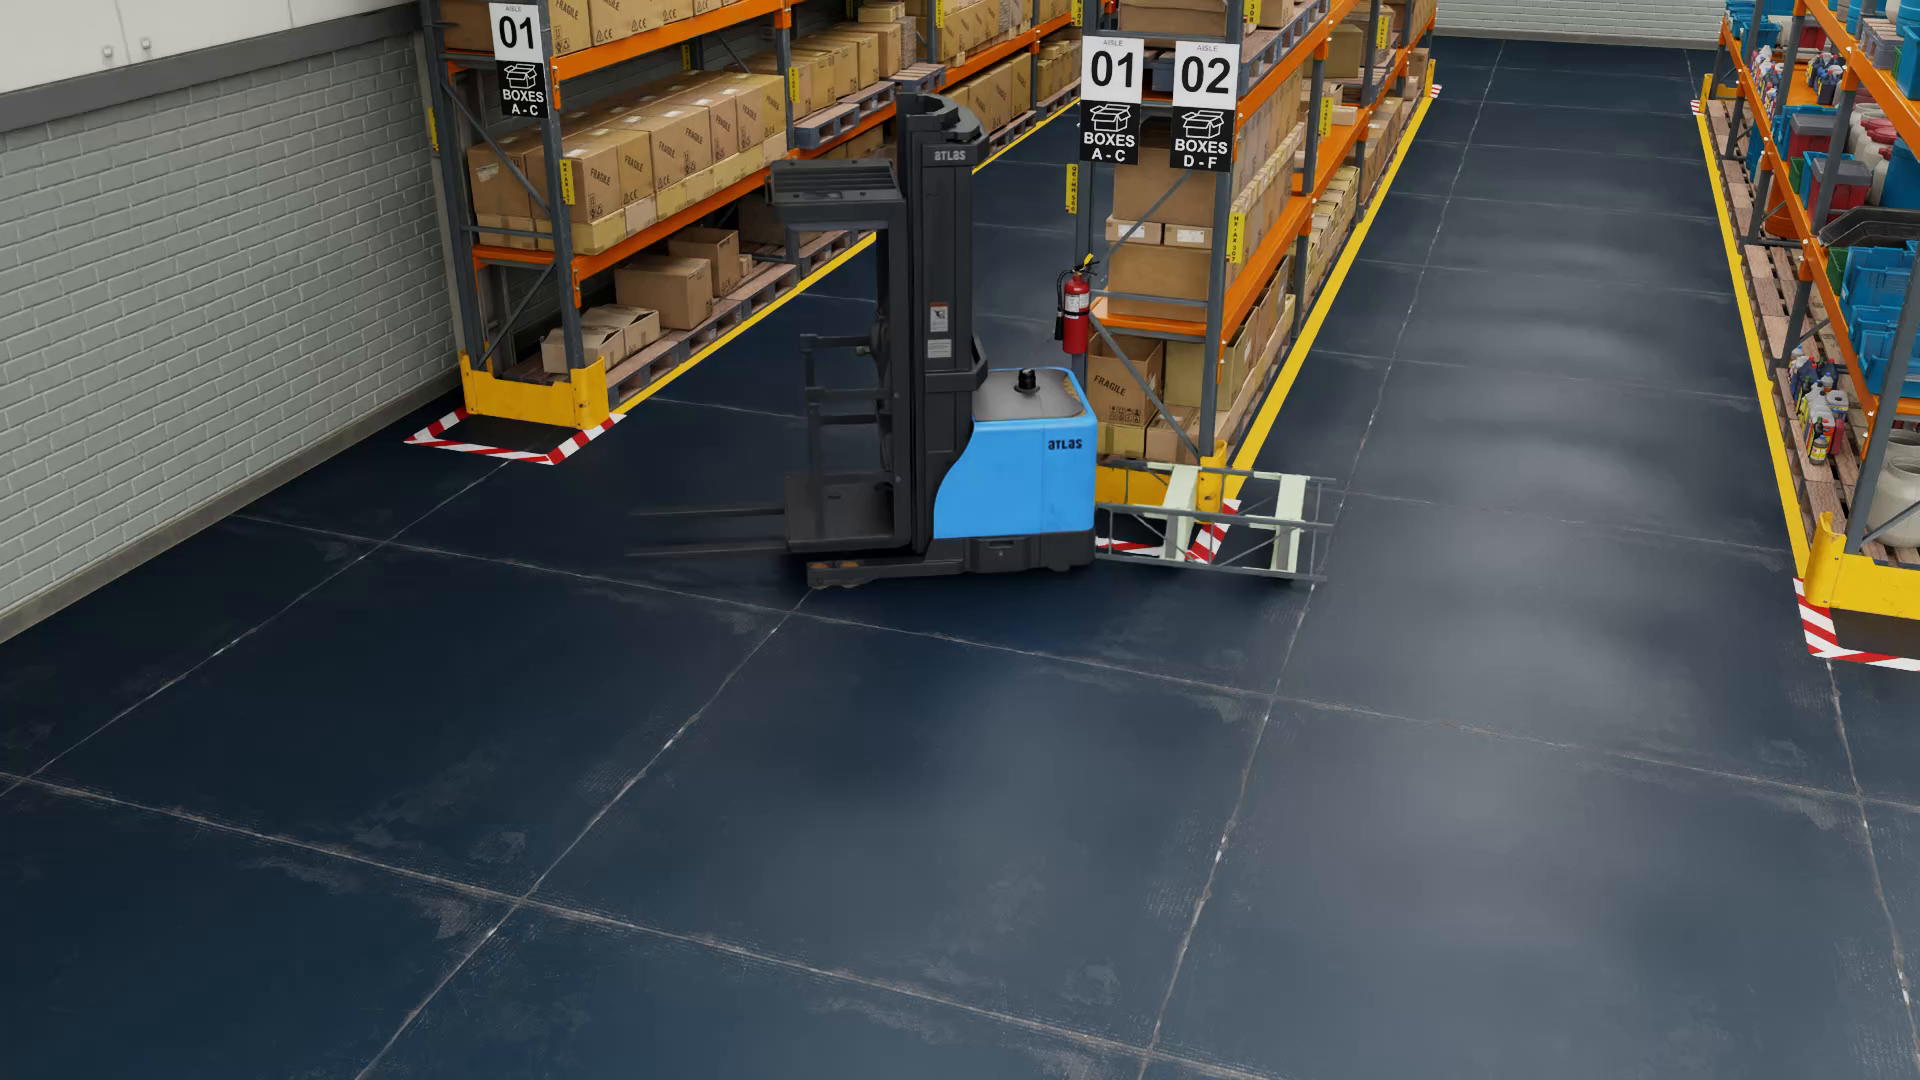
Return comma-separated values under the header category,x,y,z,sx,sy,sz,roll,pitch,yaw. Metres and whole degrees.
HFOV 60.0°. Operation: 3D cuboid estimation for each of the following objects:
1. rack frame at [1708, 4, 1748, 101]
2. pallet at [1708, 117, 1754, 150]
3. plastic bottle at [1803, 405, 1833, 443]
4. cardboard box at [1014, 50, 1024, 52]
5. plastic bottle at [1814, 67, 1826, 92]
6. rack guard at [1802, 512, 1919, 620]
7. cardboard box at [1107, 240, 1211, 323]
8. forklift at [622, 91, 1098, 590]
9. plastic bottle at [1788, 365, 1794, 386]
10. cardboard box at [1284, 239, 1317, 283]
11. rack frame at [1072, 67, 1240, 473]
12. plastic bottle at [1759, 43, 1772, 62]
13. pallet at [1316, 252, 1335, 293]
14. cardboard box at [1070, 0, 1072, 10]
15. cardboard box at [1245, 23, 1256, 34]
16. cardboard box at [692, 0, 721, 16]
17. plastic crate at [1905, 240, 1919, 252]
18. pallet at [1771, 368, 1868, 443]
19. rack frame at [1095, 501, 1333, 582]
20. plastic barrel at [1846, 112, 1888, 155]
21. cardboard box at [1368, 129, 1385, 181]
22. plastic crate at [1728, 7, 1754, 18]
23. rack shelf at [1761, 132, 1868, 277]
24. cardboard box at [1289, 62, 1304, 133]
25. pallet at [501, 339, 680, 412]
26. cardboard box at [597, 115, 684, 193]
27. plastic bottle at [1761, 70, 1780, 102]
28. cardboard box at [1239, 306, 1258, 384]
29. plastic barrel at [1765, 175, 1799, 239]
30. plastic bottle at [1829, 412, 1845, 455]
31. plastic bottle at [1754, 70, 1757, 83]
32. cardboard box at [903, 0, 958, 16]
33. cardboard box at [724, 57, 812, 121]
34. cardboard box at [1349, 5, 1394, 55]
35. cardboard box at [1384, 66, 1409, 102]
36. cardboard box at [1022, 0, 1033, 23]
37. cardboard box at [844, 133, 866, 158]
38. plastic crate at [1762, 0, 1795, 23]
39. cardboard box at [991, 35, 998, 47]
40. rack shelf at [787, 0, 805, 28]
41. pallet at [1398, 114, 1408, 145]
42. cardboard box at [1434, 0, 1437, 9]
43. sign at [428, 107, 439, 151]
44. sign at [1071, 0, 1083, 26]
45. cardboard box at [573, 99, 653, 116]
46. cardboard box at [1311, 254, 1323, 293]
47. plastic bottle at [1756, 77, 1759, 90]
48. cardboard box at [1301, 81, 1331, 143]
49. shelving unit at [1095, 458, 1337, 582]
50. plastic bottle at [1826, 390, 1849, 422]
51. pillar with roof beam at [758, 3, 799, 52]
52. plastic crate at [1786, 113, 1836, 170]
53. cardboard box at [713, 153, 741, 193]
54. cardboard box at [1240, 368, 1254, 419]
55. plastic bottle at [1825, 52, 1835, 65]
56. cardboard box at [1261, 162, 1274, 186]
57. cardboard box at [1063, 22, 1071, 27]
category,x,y,z,sx,sy,sz,roll,pitch,yaw
rack frame,11.254,-7.467,23.231,1.000,3.000,0.127,9,27,17
pallet,10.536,-5.379,22.118,1.003,0.211,1.213,9,27,17
plastic bottle,6.284,-0.839,12.162,0.152,0.276,0.135,8,27,16
cardboard box,0.691,-6.878,23.655,0.380,0.149,0.250,9,27,17
plastic bottle,9.639,-5.154,18.601,0.097,0.271,0.097,0,26,0
rack guard,5.911,0.195,10.274,1.175,0.500,0.348,9,27,17
cardboard box,1.428,-1.847,11.508,0.700,0.500,0.500,9,27,17
forklift,-0.678,-1.246,10.459,3.031,2.935,1.130,-3,26,-6
plastic bottle,6.674,-1.323,13.248,0.097,0.201,0.097,0,26,0
cardboard box,2.964,-2.593,15.194,0.500,0.311,0.500,9,27,18
rack frame,1.260,-1.612,11.137,1.000,3.000,0.127,9,27,17
plastic bottle,9.487,-5.687,19.610,0.144,0.351,0.185,9,27,17
pallet,3.204,-2.812,16.816,1.003,0.211,1.213,9,27,17
cardboard box,1.258,-8.215,24.431,0.980,0.700,0.700,7,27,15
cardboard box,1.818,-3.559,11.362,0.380,0.149,0.250,9,27,17
cardboard box,-2.345,-4.694,13.923,0.500,0.500,0.500,8,27,15
plastic crate,7.149,-1.975,12.057,0.499,0.251,0.616,9,27,17
pallet,6.998,-1.011,13.096,1.003,0.211,1.213,9,27,17
rack frame,1.608,0.011,10.665,1.500,0.400,0.023,6,26,12
plastic barrel,8.311,-3.603,15.121,0.421,0.512,0.421,0,26,0
cardboard box,4.684,-4.539,19.547,0.500,0.500,0.500,8,27,17
plastic crate,10.643,-7.095,22.584,0.416,0.233,0.300,9,27,17
rack shelf,7.927,-3.034,14.900,1.077,0.370,4.000,9,27,17
cardboard box,2.450,-3.701,13.849,0.700,0.500,0.500,9,27,18
pallet,-3.083,-1.434,13.969,1.003,0.211,1.213,9,27,17
cardboard box,-2.618,-3.173,13.651,0.500,0.500,0.500,8,27,16
plastic bottle,8.797,-4.915,18.015,0.144,0.351,0.185,9,27,17
cardboard box,1.967,-1.502,12.723,0.500,0.500,0.500,9,27,17
plastic barrel,8.739,-3.595,17.242,0.600,0.830,0.708,9,27,17
plastic bottle,6.338,-0.770,12.011,0.061,0.283,0.133,9,27,17
plastic bottle,9.159,-5.325,19.034,0.097,0.201,0.097,0,26,0
cardboard box,-0.346,-6.303,19.486,0.500,0.250,0.500,9,27,19
cardboard box,-1.880,-4.420,16.317,0.700,0.500,0.500,9,27,18
cardboard box,4.724,-6.042,19.691,0.700,0.500,0.500,2,26,4
cardboard box,5.874,-6.391,23.367,0.797,0.503,0.637,9,27,17
cardboard box,0.665,-7.222,22.244,0.500,0.500,0.500,8,27,17
cardboard box,-1.356,-4.286,18.163,0.500,0.250,0.500,9,27,17
plastic crate,11.319,-7.345,22.870,0.616,0.435,0.499,9,27,17
cardboard box,0.271,-6.460,21.416,0.380,0.149,0.250,8,27,16
rack shelf,-1.416,-5.821,17.213,1.077,0.370,4.000,9,27,17
pallet,5.483,-5.570,22.513,1.003,0.211,1.213,9,27,17
cardboard box,6.692,-8.009,24.234,0.500,0.500,0.500,10,27,19
sign,-3.929,-3.081,12.480,0.100,0.325,0.005,9,27,17
sign,0.753,-3.409,10.482,0.100,0.325,0.005,9,27,17
cardboard box,-2.944,-3.458,14.238,0.500,0.500,0.500,9,27,18
cardboard box,3.131,-2.547,15.741,0.500,0.250,0.500,9,27,19
plastic bottle,9.038,-5.175,18.724,0.097,0.201,0.097,0,26,0
cardboard box,3.380,-4.253,16.476,0.500,0.500,0.500,7,27,15
shelving unit,1.692,-0.145,10.986,1.500,0.431,0.755,6,26,12
plastic bottle,6.545,-0.973,12.438,0.152,0.276,0.135,9,27,17
pillar with roof beam,2.061,-7.283,15.967,9.100,9.000,0.400,9,27,17
plastic crate,7.766,-3.589,15.147,0.402,0.464,0.583,9,27,17
cardboard box,-2.279,-3.263,14.696,0.500,0.250,0.500,9,27,17
cardboard box,1.978,-1.163,12.883,0.500,0.250,0.500,9,27,17
plastic bottle,9.926,-5.376,18.968,0.144,0.351,0.185,9,27,17
cardboard box,2.193,-2.819,12.771,0.380,0.149,0.250,10,27,19
cardboard box,1.626,-8.038,26.052,0.380,0.149,0.250,9,27,18
